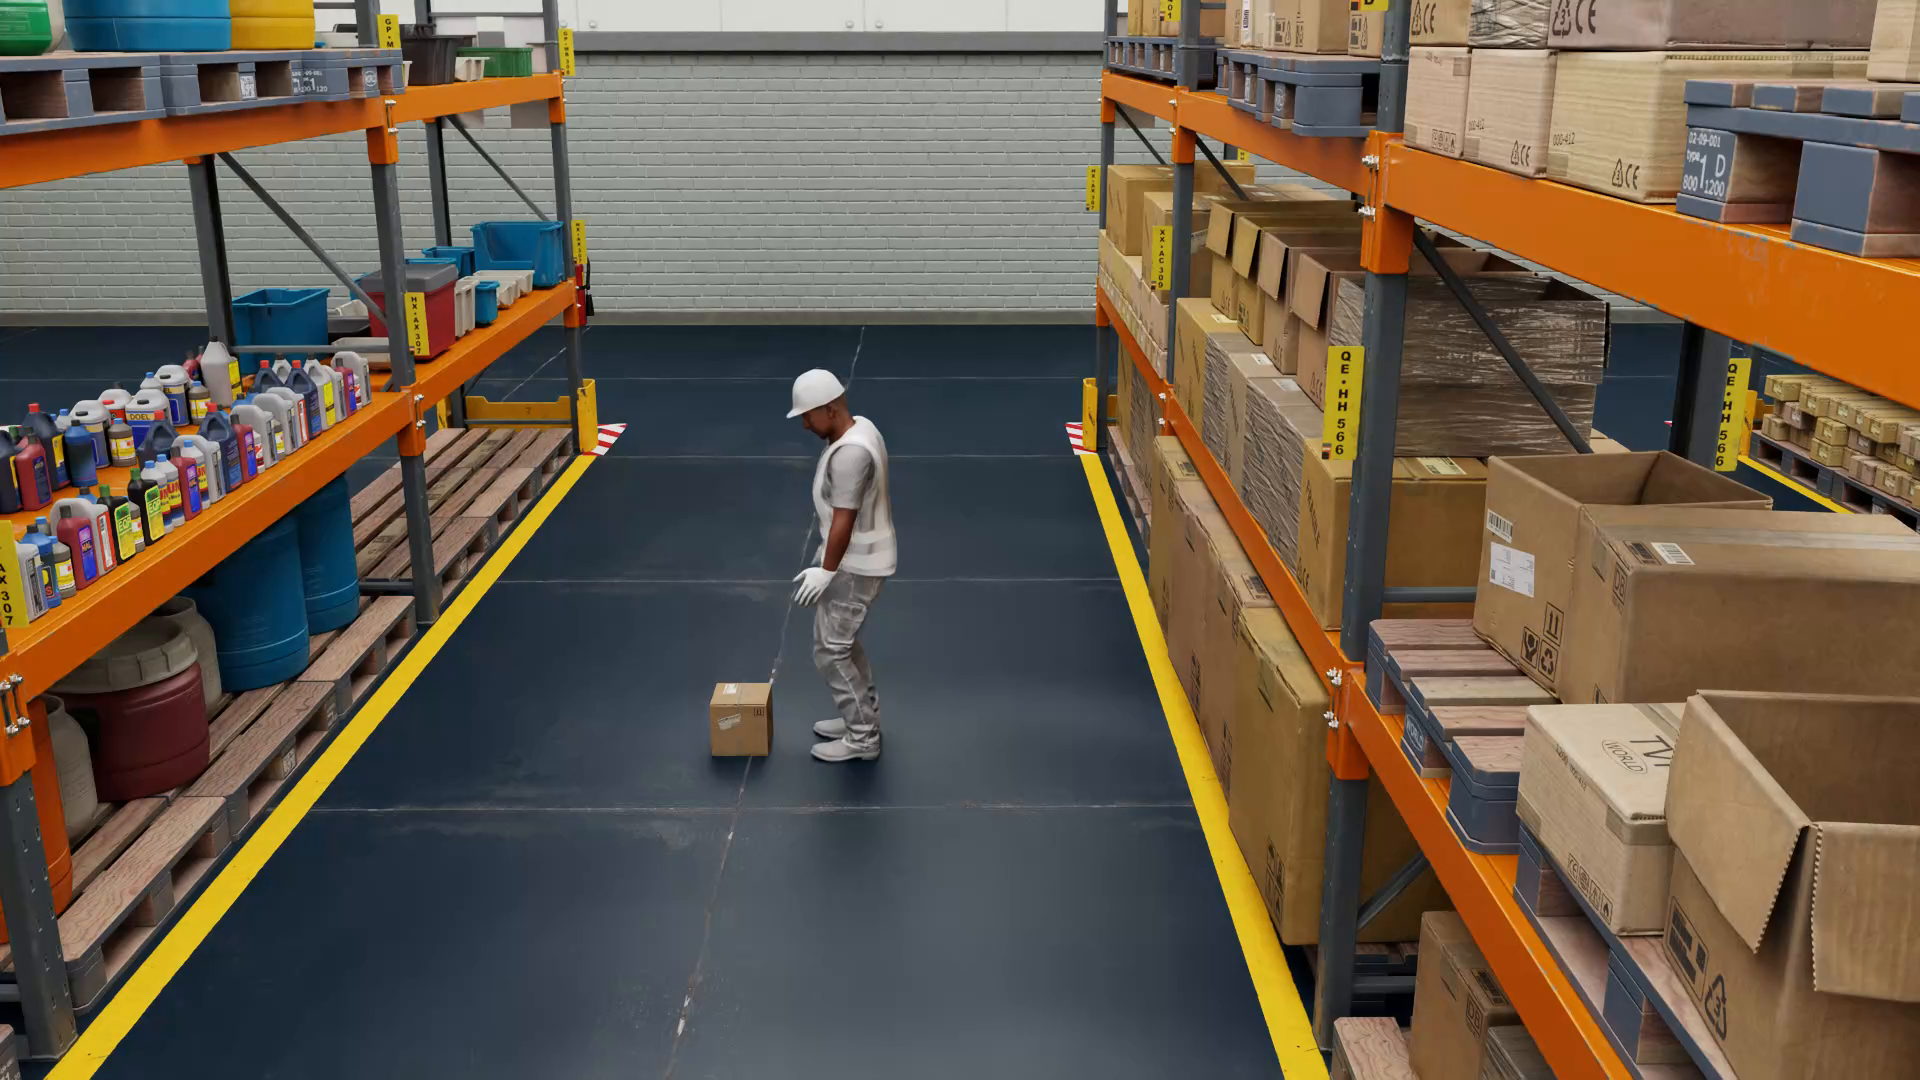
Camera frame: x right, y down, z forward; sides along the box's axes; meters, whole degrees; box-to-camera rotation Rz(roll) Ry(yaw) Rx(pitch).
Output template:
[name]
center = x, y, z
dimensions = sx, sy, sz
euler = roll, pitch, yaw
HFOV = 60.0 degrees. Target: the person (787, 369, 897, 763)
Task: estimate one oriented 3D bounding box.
[person]
center = -0.504, 0.110, 7.242
dimensions = 0.458, 1.732, 0.573
euler = 0, 17, 1
